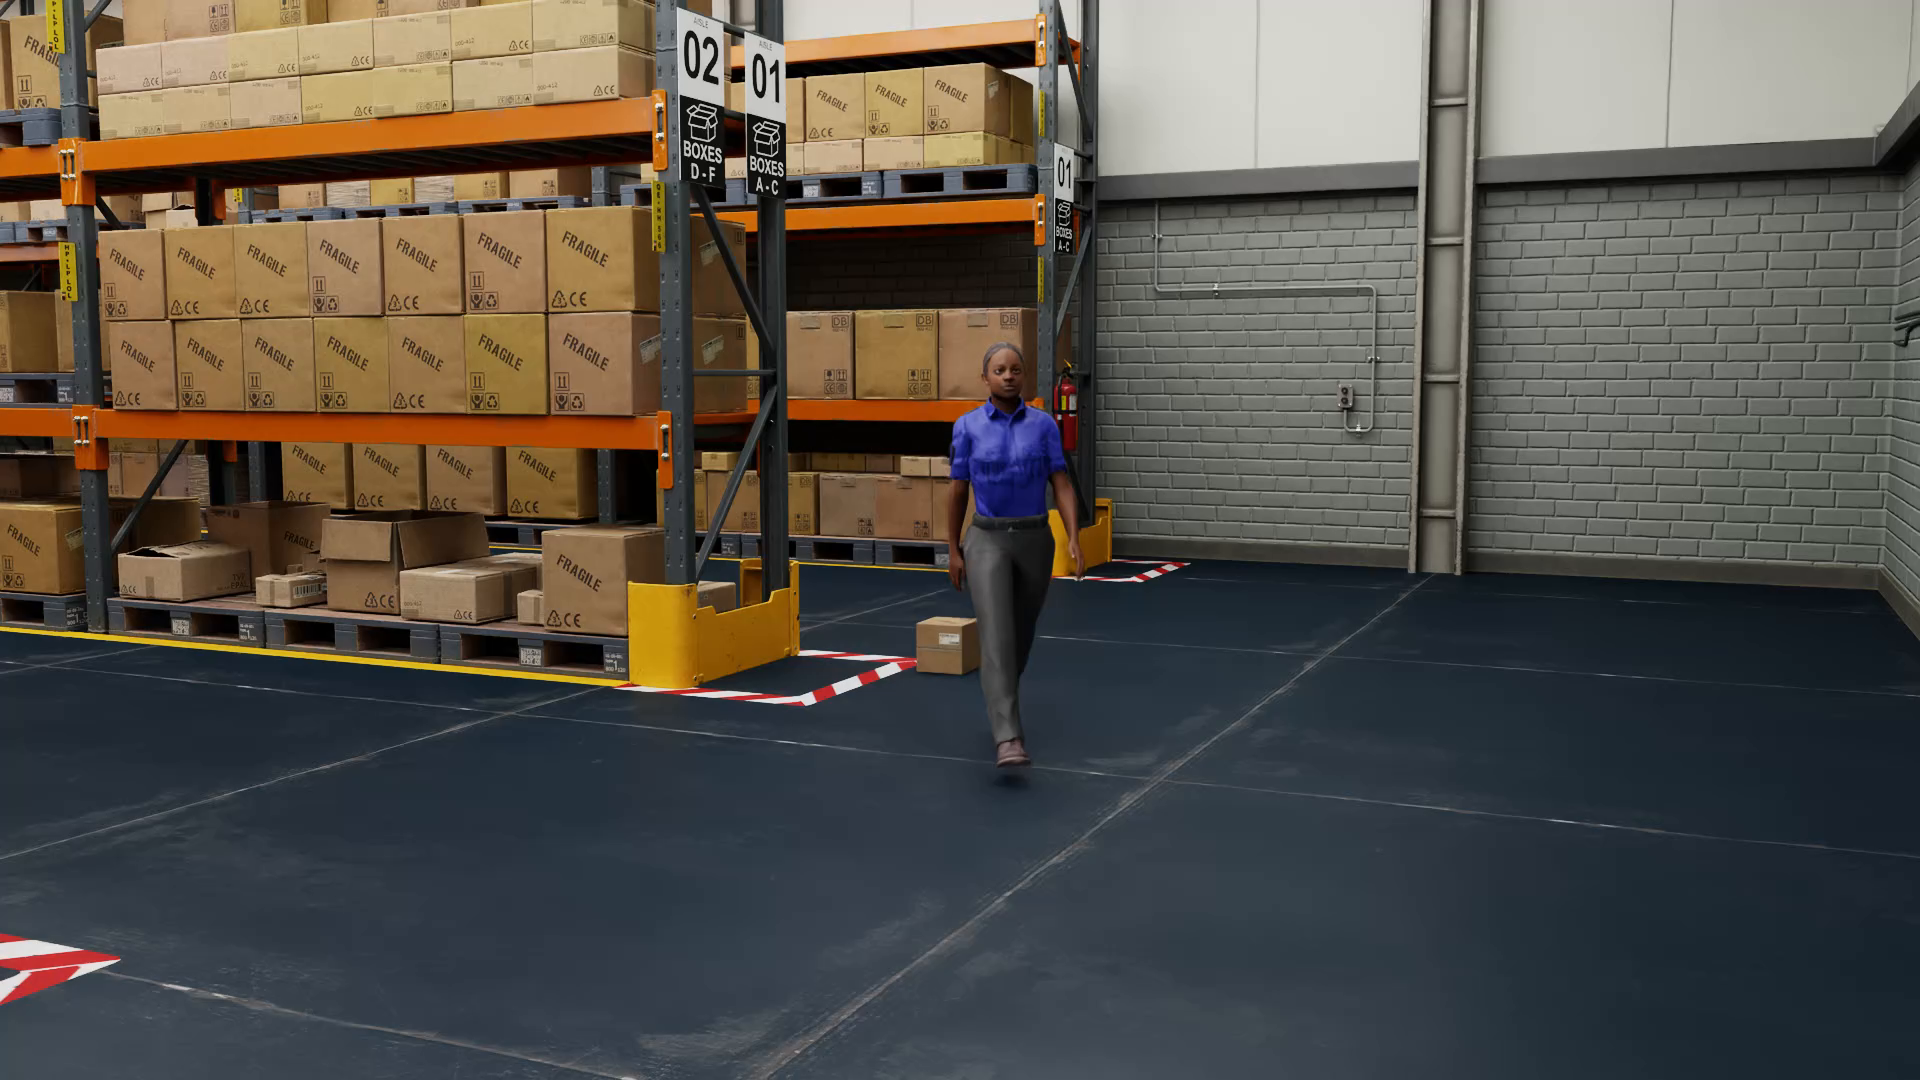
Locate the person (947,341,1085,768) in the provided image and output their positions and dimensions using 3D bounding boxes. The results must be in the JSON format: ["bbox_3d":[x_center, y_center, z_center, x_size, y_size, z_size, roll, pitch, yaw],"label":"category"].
[{"bbox_3d":[0.212,0.032,6.445,0.458,1.594,1.043,-1,6,-15],"label":"person"}]
